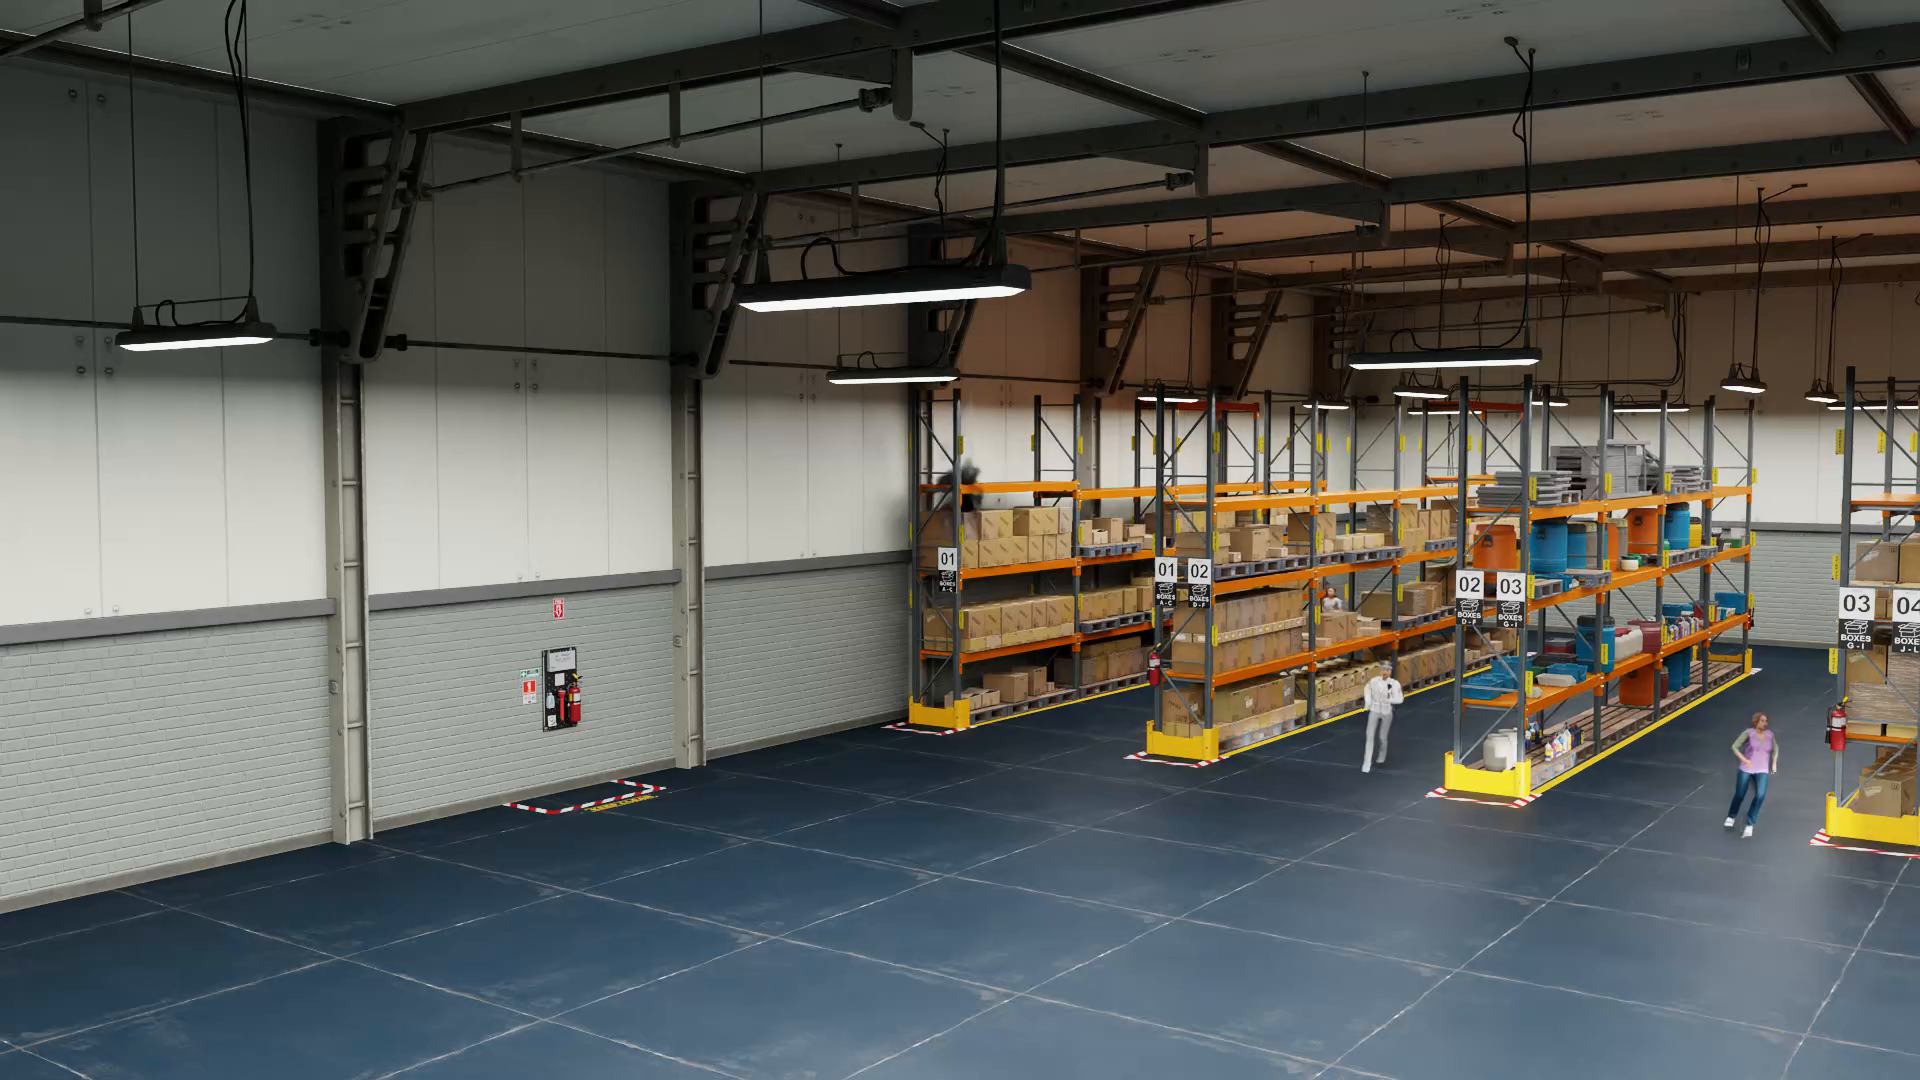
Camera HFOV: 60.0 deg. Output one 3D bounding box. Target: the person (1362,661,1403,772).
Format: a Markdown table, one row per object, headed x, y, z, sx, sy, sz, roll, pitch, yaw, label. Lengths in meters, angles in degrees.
| x | y | z | sx | sy | sz | roll | pitch | yaw | label |
| --- | --- | --- | --- | --- | --- | --- | --- | --- | --- |
| 6.503 | 2.681 | 25.600 | 0.627 | 1.676 | 0.891 | 1 | 4 | 24 | person |

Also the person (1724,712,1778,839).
| x | y | z | sx | sy | sz | roll | pitch | yaw | label |
| --- | --- | --- | --- | --- | --- | --- | --- | --- | --- |
| 10.218 | 3.001 | 21.381 | 0.602 | 1.605 | 0.629 | 1 | 3 | 14 | person |

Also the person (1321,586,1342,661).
| x | y | z | sx | sy | sz | roll | pitch | yaw | label |
| --- | --- | --- | --- | --- | --- | --- | --- | --- | --- |
| 8.674 | 1.950 | 38.884 | 0.539 | 1.697 | 0.820 | 2 | 4 | 26 | person |
